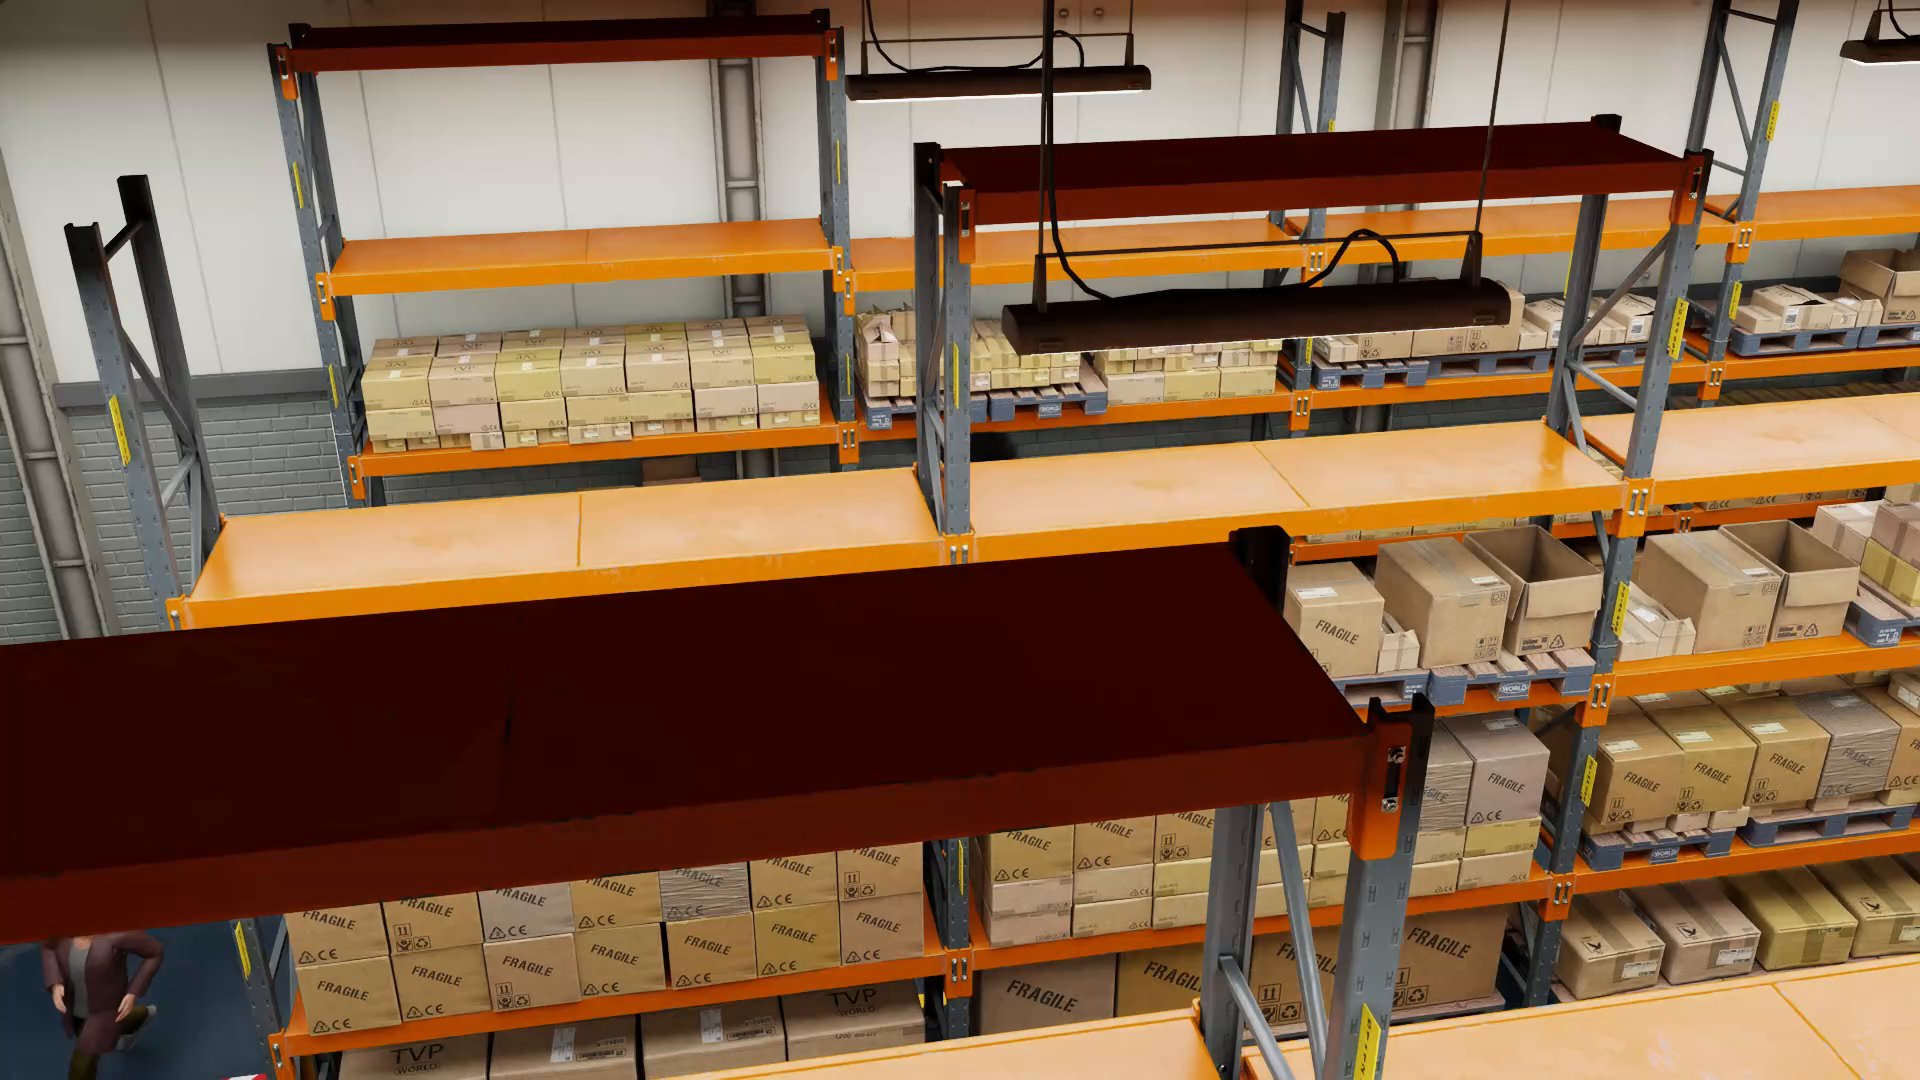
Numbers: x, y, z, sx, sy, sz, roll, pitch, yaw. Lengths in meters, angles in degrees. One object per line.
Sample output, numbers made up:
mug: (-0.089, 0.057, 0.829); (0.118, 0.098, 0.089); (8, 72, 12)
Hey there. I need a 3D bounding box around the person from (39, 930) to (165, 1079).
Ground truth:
person: (-5.343, 2.861, 10.409); (0.754, 1.703, 1.032); (6, 27, 13)
